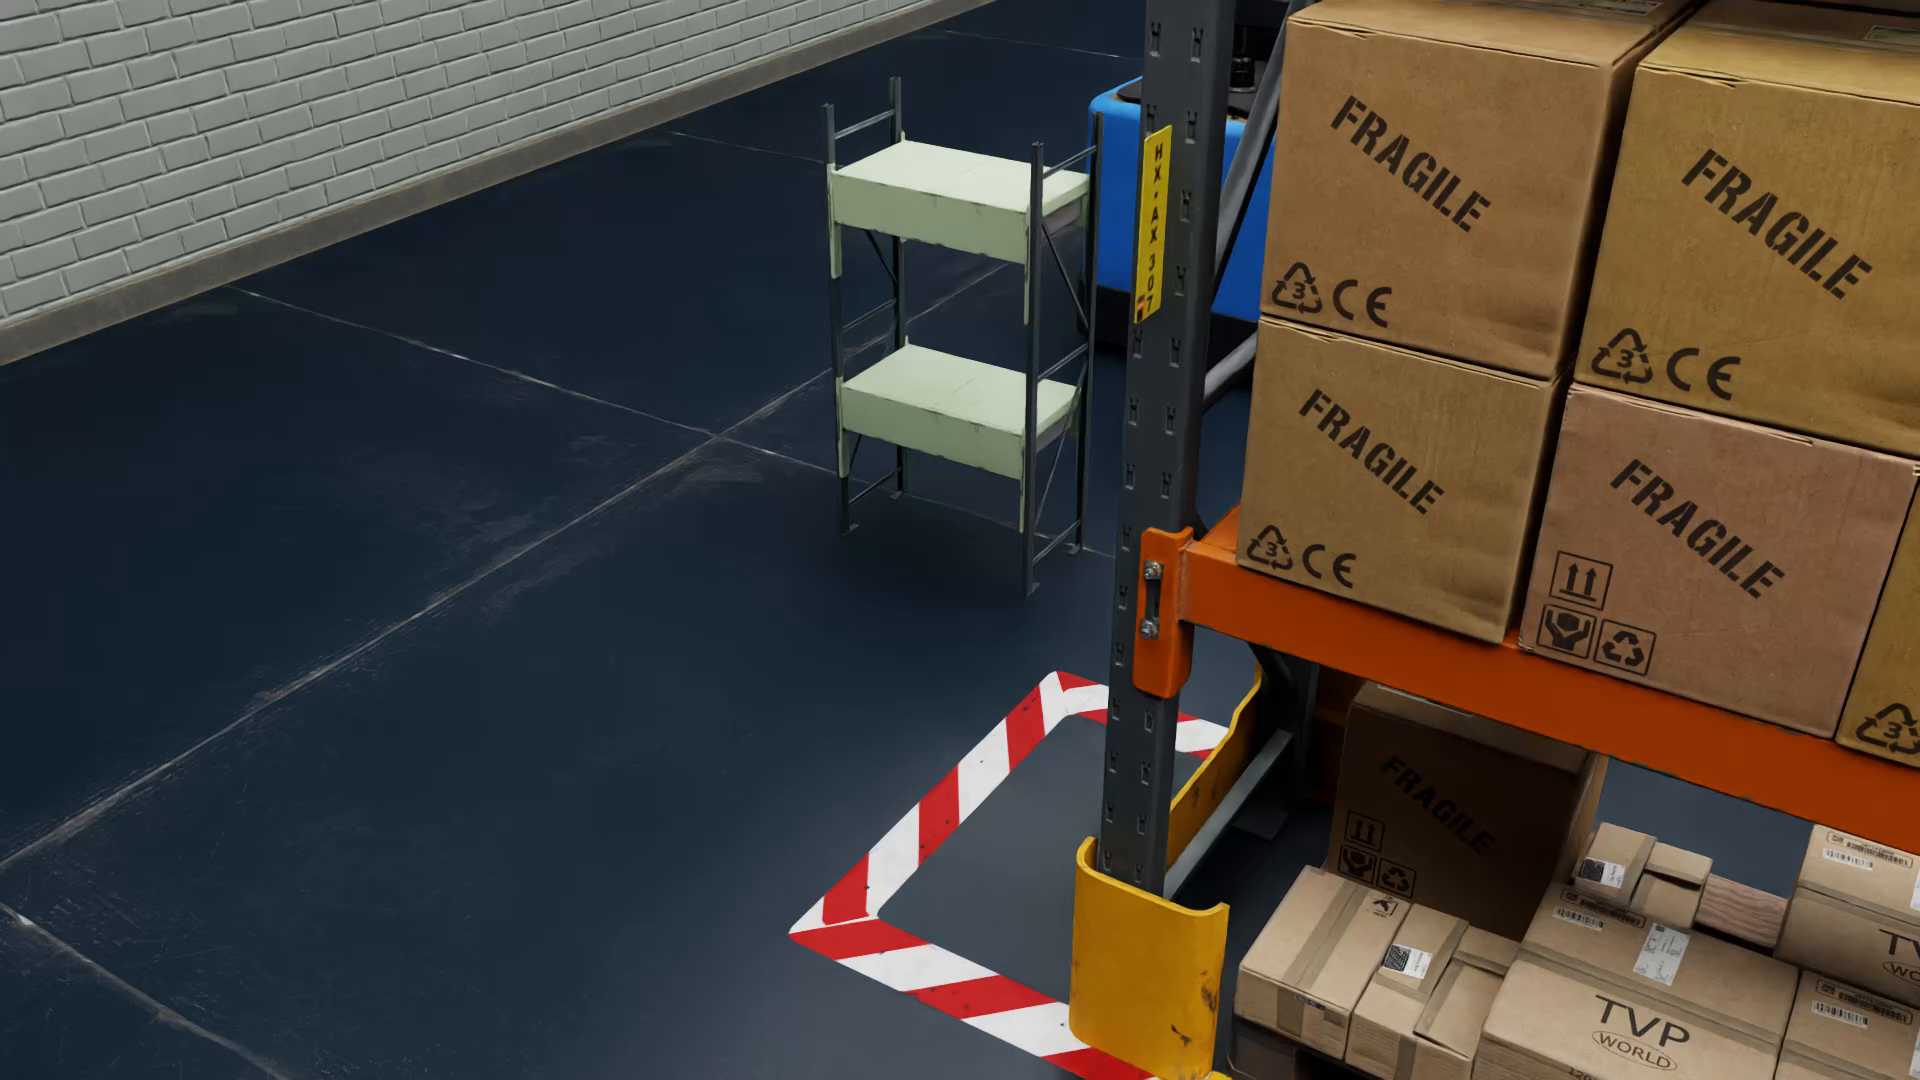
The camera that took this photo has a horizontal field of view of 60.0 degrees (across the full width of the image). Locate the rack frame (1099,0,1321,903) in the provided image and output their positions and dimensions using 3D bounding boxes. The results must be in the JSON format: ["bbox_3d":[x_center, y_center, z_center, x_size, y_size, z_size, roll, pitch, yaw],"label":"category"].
[{"bbox_3d":[0.618,-0.392,3.446,0.127,3.000,1.000,18,35,27],"label":"rack frame"}]

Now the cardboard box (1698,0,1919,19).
[{"bbox_3d":[1.569,-0.730,2.934,0.500,0.500,0.500,19,35,29],"label":"cardboard box"}]

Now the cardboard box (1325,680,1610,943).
[{"bbox_3d":[1.209,0.538,3.895,0.500,0.500,0.500,18,35,27],"label":"cardboard box"}]

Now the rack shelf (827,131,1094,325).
[{"bbox_3d":[0.006,-0.983,5.172,0.720,0.370,0.431,18,35,27],"label":"rack shelf"}]

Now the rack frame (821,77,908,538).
[{"bbox_3d":[-0.304,-0.744,5.537,0.023,1.500,0.400,18,35,27],"label":"rack frame"}]

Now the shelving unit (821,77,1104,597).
[{"bbox_3d":[0.006,-0.646,5.369,0.755,1.500,0.431,18,35,27],"label":"shelving unit"}]

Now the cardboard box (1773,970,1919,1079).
[{"bbox_3d":[1.775,1.140,3.111,0.500,0.250,0.500,18,35,27],"label":"cardboard box"}]

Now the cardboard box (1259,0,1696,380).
[{"bbox_3d":[0.854,-0.636,2.772,0.500,0.500,0.500,19,35,29],"label":"cardboard box"}]

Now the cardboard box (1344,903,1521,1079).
[{"bbox_3d":[1.002,0.967,3.490,0.250,0.166,0.380,18,35,27],"label":"cardboard box"}]

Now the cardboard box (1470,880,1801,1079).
[{"bbox_3d":[1.351,1.006,3.341,0.500,0.250,0.500,18,35,27],"label":"cardboard box"}]

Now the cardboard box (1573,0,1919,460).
[{"bbox_3d":[1.300,-0.499,2.537,0.500,0.500,0.500,18,35,28],"label":"cardboard box"}]

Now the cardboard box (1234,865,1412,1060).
[{"bbox_3d":[0.790,0.908,3.610,0.250,0.149,0.380,18,35,27],"label":"cardboard box"}]

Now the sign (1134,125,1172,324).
[{"bbox_3d":[0.330,-0.535,2.831,0.005,0.325,0.100,18,35,27],"label":"sign"}]

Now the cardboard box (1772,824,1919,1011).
[{"bbox_3d":[1.998,0.913,3.500,0.500,0.250,0.500,18,35,27],"label":"cardboard box"}]

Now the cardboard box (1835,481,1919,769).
[{"bbox_3d":[1.717,0.068,2.558,0.500,0.500,0.500,17,35,27],"label":"cardboard box"}]

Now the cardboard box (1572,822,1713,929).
[{"bbox_3d":[1.505,0.829,3.727,0.250,0.166,0.380,18,35,27],"label":"cardboard box"}]

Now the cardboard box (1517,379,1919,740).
[{"bbox_3d":[1.293,-0.068,2.791,0.500,0.500,0.500,17,34,27],"label":"cardboard box"}]

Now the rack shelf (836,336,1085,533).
[{"bbox_3d":[0.006,-0.364,5.533,0.720,0.370,0.431,18,35,27],"label":"rack shelf"}]

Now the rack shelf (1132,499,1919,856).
[{"bbox_3d":[2.312,0.454,2.709,4.000,0.370,1.077,18,35,27],"label":"rack shelf"}]

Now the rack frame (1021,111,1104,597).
[{"bbox_3d":[0.316,-0.548,5.201,0.023,1.500,0.400,18,35,27],"label":"rack frame"}]

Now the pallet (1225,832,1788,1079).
[{"bbox_3d":[1.358,1.046,3.748,1.213,0.211,1.003,18,35,27],"label":"pallet"}]

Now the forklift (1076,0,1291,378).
[{"bbox_3d":[1.732,-2.589,7.279,1.130,2.935,3.031,18,35,28],"label":"forklift"}]

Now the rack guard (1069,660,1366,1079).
[{"bbox_3d":[0.682,0.708,4.041,0.348,0.500,1.175,18,35,27],"label":"rack guard"}]

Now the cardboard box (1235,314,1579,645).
[{"bbox_3d":[0.854,-0.204,3.024,0.500,0.500,0.500,18,35,28],"label":"cardboard box"}]

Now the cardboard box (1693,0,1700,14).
[{"bbox_3d":[1.141,-0.865,3.165,0.500,0.500,0.500,17,34,27],"label":"cardboard box"}]
